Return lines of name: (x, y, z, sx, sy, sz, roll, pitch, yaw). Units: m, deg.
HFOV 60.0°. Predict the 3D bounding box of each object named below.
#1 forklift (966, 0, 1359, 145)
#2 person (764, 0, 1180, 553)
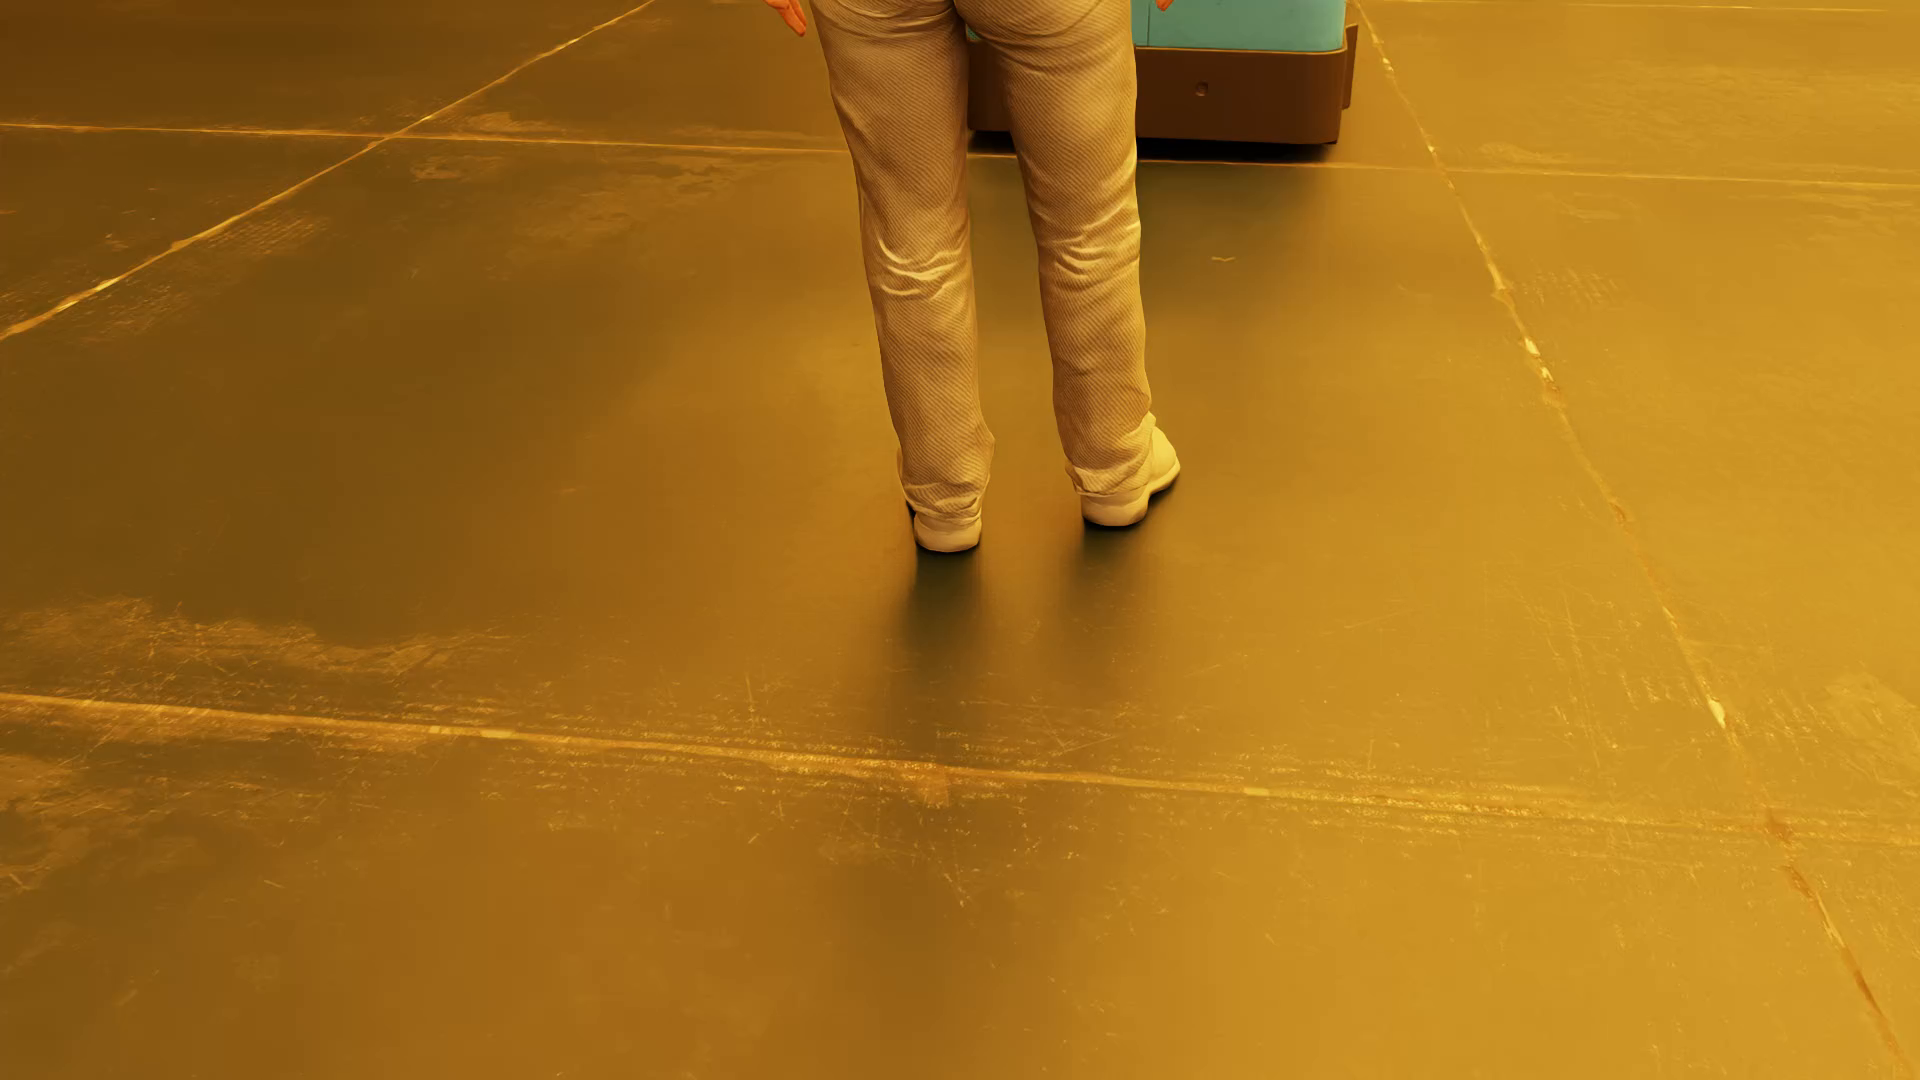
forklift: (0.777, -3.009, 5.249, 1.130, 2.935, 3.031, 5, 27, 9)
person: (0.016, -0.828, 2.156, 0.634, 1.775, 0.566, 3, 27, 7)
